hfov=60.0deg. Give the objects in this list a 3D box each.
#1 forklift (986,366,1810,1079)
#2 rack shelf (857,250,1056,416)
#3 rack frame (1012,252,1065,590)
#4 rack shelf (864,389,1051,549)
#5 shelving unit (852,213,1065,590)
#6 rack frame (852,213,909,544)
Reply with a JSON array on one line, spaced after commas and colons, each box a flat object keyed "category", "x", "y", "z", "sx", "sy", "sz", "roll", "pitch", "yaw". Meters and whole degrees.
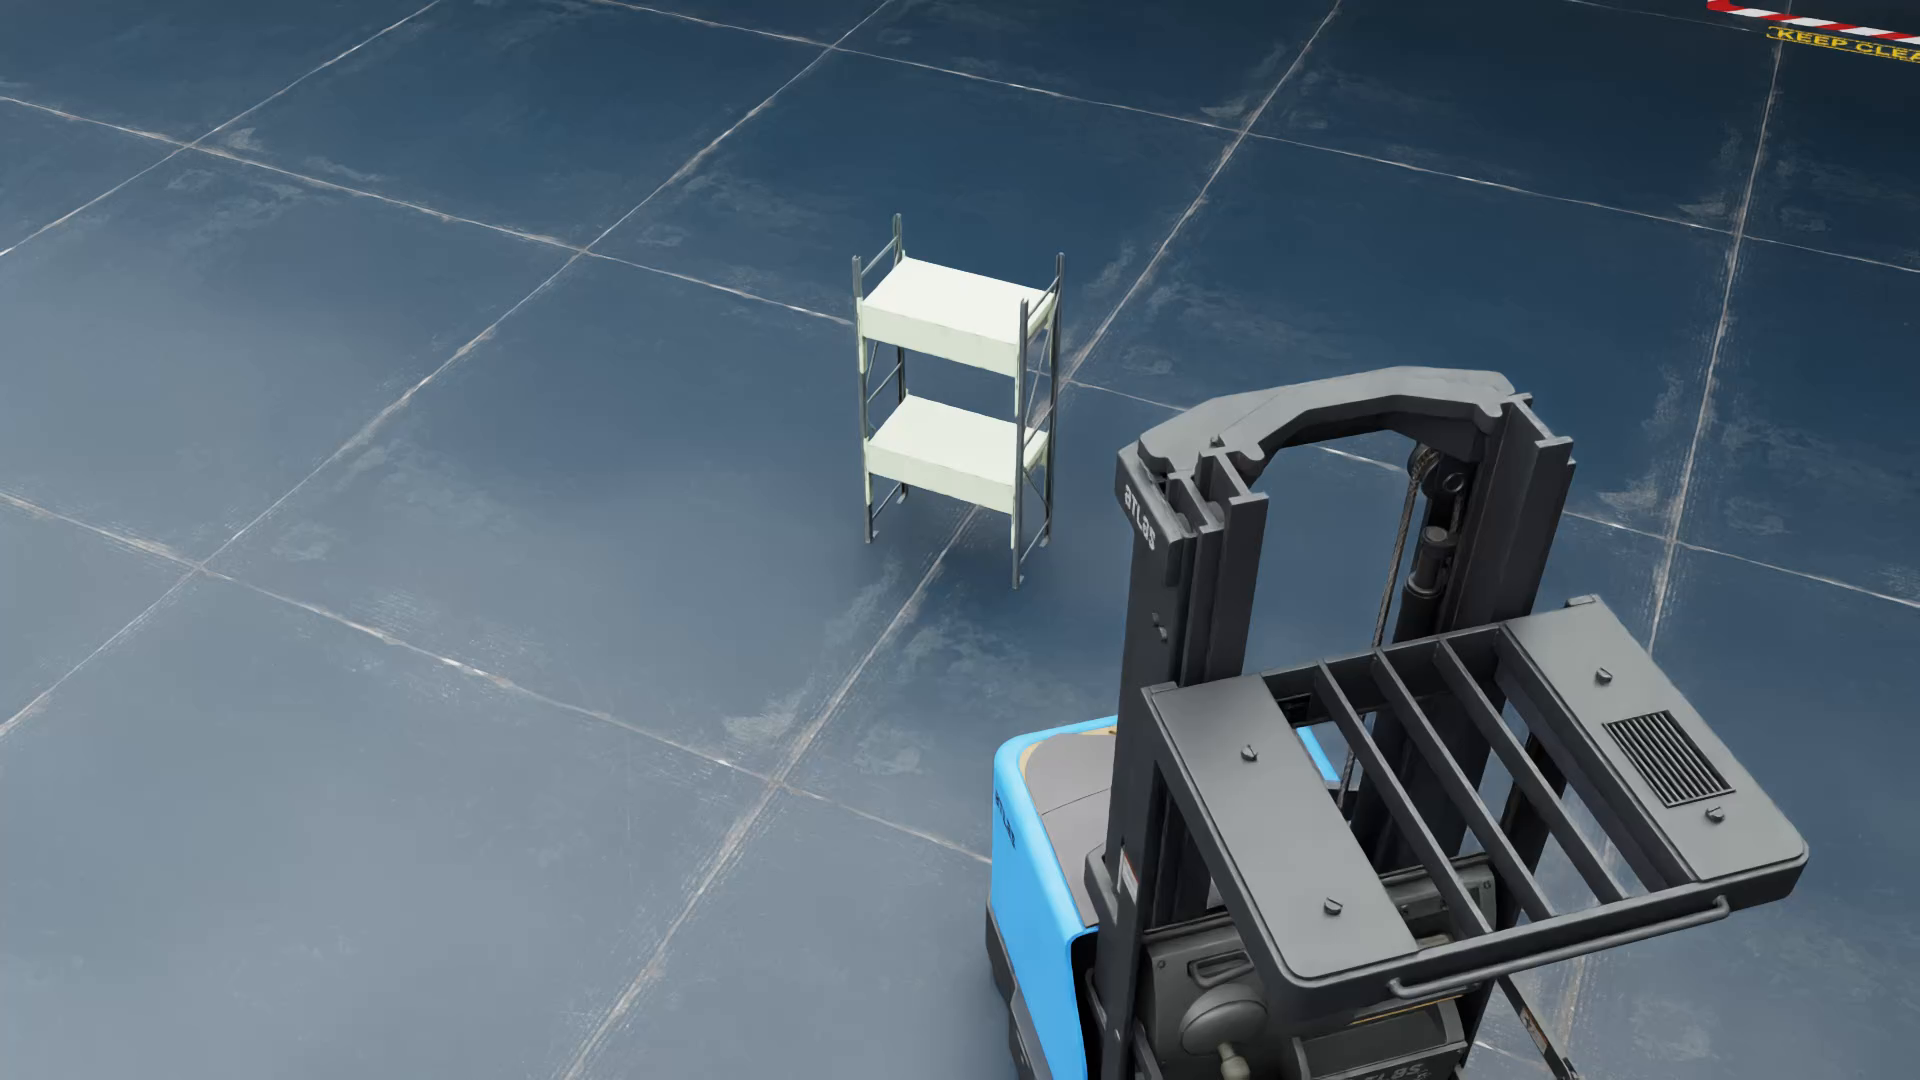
[{"category": "forklift", "x": 0.981, "y": 1.182, "z": 4.033, "sx": 1.130, "sy": 2.935, "sz": 3.031, "roll": -10, "pitch": 42, "yaw": -12}, {"category": "rack shelf", "x": -0.006, "y": -0.863, "z": 6.889, "sx": 0.720, "sy": 0.370, "sz": 0.431, "roll": 17, "pitch": 44, "yaw": 19}, {"category": "rack frame", "x": 0.326, "y": -0.467, "z": 7.028, "sx": 0.023, "sy": 1.500, "sz": 0.400, "roll": 17, "pitch": 44, "yaw": 19}, {"category": "rack shelf", "x": -0.006, "y": -0.322, "z": 7.358, "sx": 0.720, "sy": 0.370, "sz": 0.431, "roll": 17, "pitch": 44, "yaw": 19}, {"category": "shelving unit", "x": -0.006, "y": -0.569, "z": 7.145, "sx": 0.755, "sy": 1.500, "sz": 0.431, "roll": 17, "pitch": 44, "yaw": 19}, {"category": "rack frame", "x": -0.338, "y": -0.670, "z": 7.262, "sx": 0.023, "sy": 1.500, "sz": 0.400, "roll": 17, "pitch": 44, "yaw": 19}]
